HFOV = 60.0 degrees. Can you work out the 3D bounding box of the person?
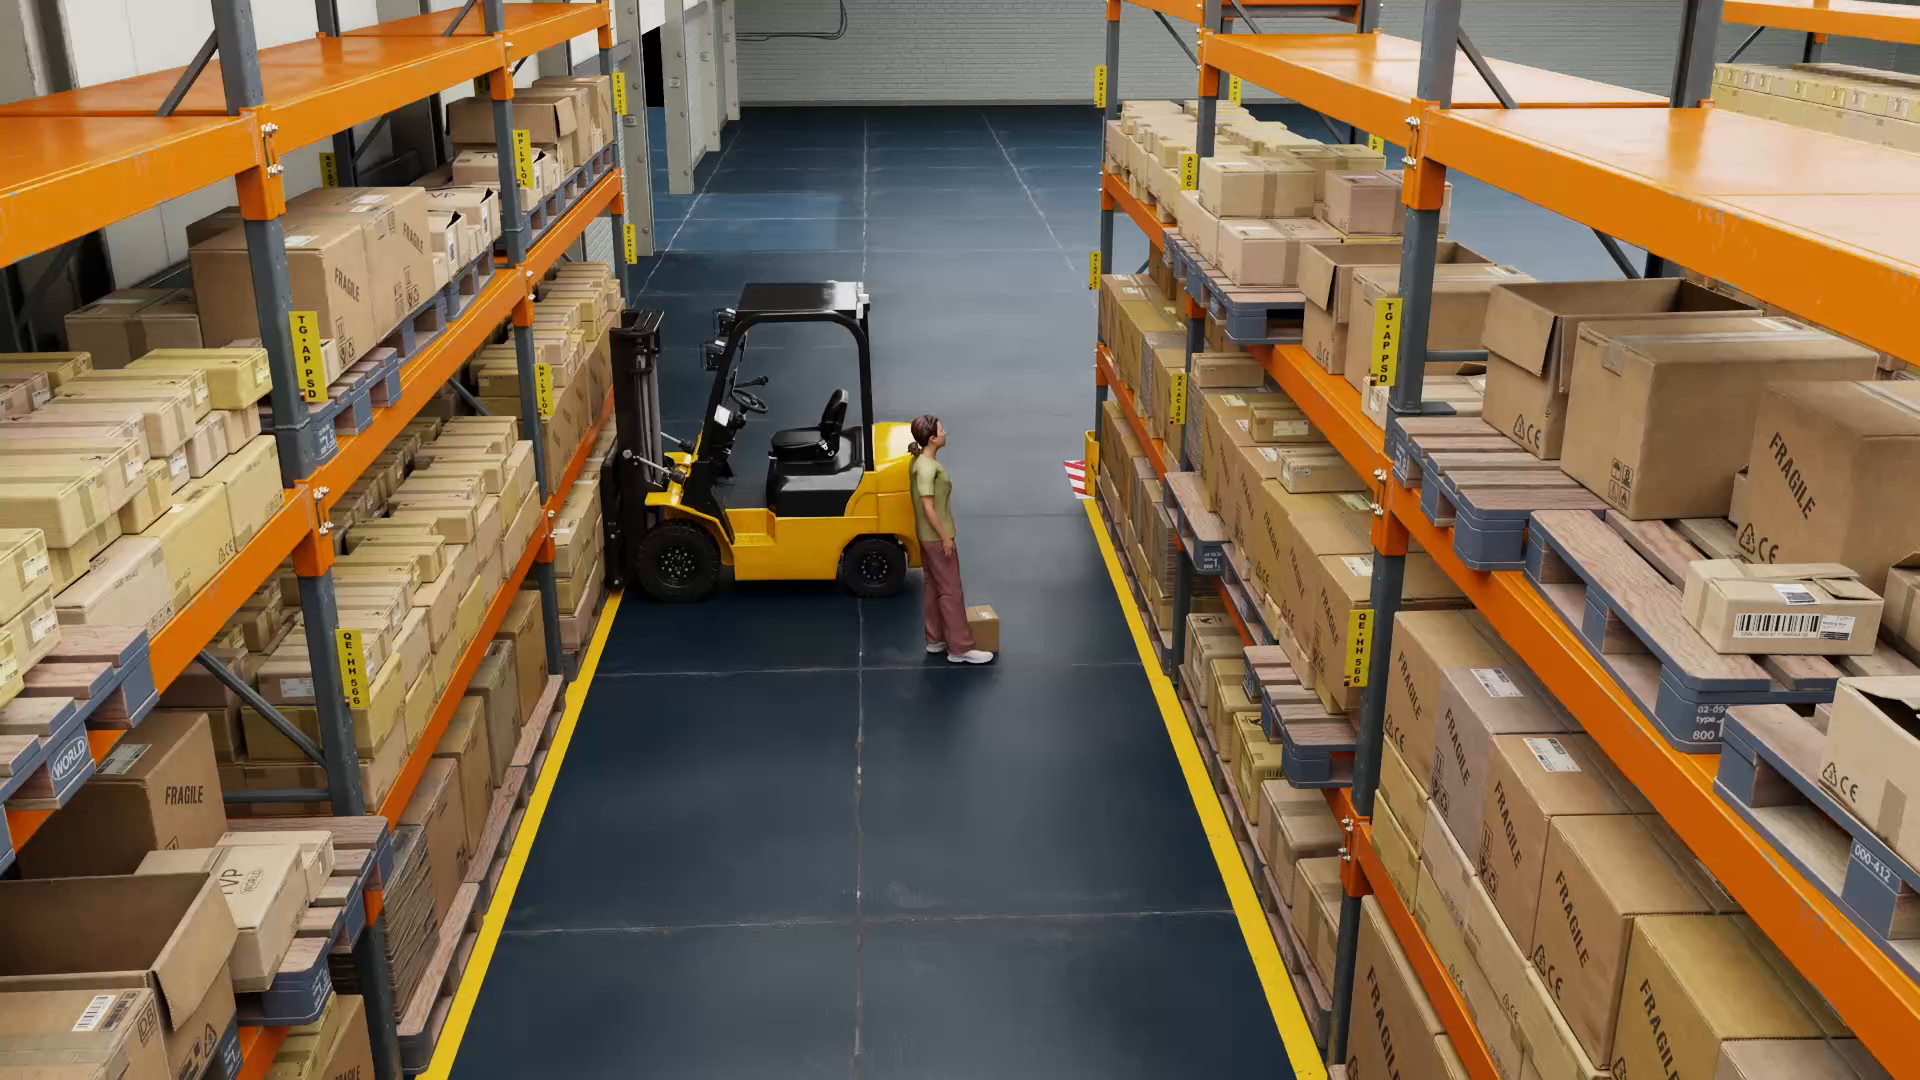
[{"bbox_3d":[-0.089,-0.029,11.132,0.548,1.673,0.554,-4,21,-10],"label":"person"}]
